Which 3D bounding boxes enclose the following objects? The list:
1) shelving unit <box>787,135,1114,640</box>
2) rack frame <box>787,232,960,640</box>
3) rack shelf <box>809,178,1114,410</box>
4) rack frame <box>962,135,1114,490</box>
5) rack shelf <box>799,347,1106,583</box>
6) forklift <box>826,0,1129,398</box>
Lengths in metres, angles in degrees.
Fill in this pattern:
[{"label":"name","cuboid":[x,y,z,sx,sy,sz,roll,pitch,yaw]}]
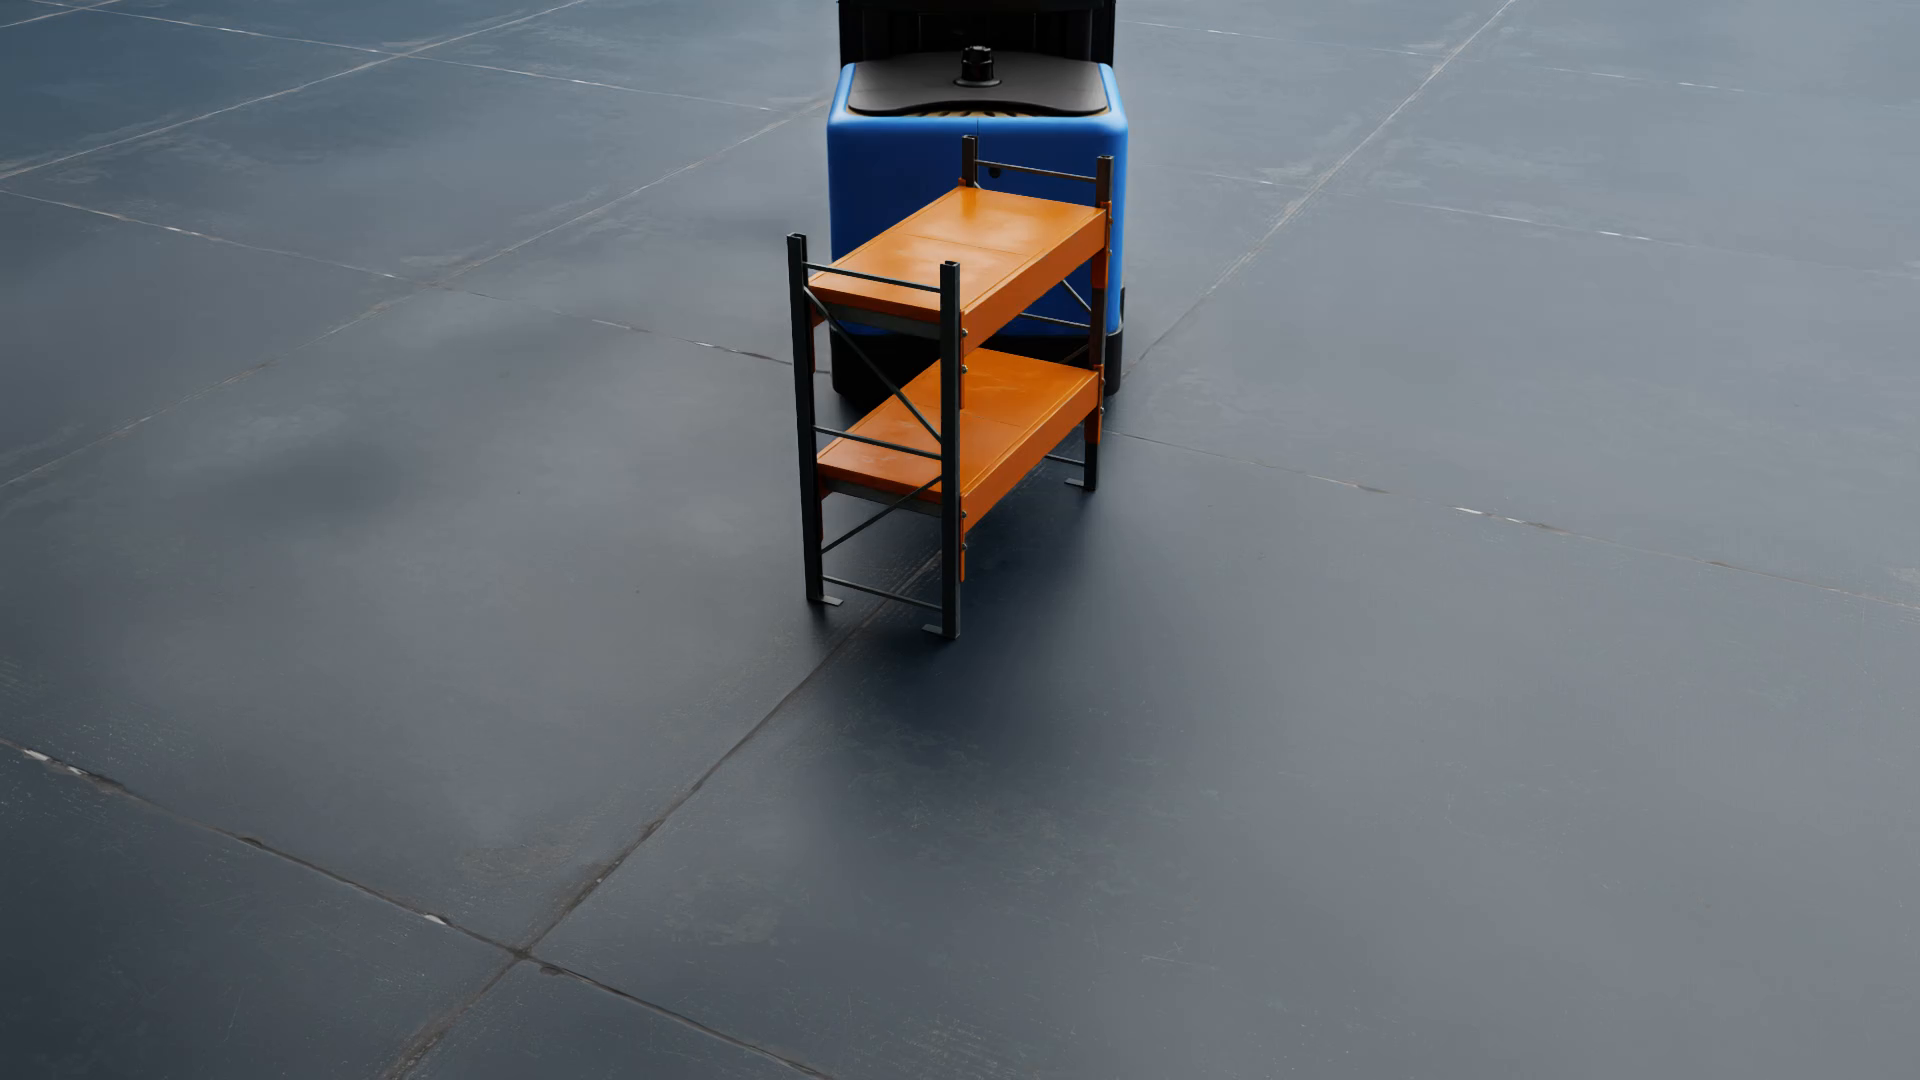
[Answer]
[{"label":"shelving unit","cuboid":[0.003,-0.491,4.975,0.538,1.125,1.048,14,33,23]},{"label":"rack frame","cuboid":[-0.229,-0.265,4.583,0.500,1.125,0.032,14,33,23]},{"label":"rack shelf","cuboid":[0.003,-0.745,4.829,0.538,0.278,1.000,14,33,23]},{"label":"rack frame","cuboid":[0.235,-0.716,5.368,0.500,1.125,0.032,14,33,23]},{"label":"rack shelf","cuboid":[0.003,-0.279,5.097,0.538,0.278,1.000,14,33,23]},{"label":"forklift","cuboid":[0.068,-2.473,6.613,1.130,2.935,3.031,0,30,0]}]
